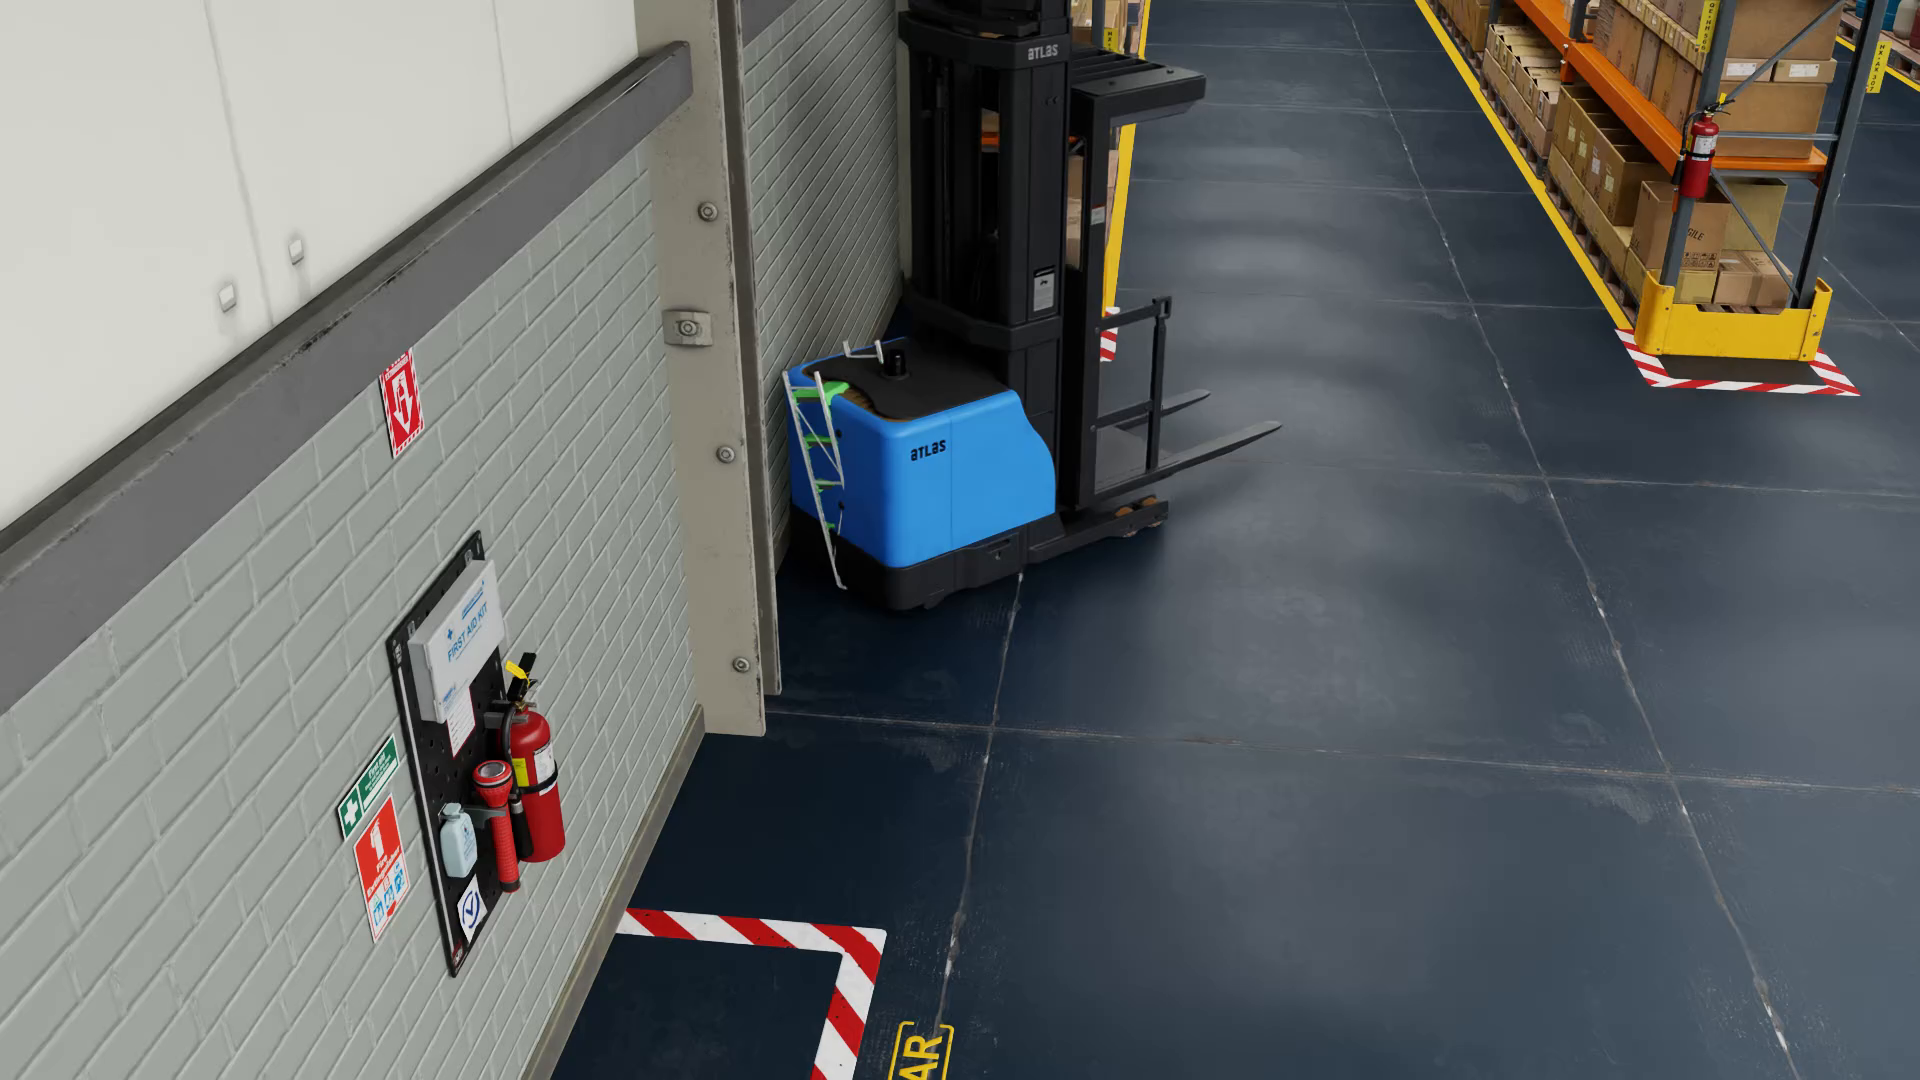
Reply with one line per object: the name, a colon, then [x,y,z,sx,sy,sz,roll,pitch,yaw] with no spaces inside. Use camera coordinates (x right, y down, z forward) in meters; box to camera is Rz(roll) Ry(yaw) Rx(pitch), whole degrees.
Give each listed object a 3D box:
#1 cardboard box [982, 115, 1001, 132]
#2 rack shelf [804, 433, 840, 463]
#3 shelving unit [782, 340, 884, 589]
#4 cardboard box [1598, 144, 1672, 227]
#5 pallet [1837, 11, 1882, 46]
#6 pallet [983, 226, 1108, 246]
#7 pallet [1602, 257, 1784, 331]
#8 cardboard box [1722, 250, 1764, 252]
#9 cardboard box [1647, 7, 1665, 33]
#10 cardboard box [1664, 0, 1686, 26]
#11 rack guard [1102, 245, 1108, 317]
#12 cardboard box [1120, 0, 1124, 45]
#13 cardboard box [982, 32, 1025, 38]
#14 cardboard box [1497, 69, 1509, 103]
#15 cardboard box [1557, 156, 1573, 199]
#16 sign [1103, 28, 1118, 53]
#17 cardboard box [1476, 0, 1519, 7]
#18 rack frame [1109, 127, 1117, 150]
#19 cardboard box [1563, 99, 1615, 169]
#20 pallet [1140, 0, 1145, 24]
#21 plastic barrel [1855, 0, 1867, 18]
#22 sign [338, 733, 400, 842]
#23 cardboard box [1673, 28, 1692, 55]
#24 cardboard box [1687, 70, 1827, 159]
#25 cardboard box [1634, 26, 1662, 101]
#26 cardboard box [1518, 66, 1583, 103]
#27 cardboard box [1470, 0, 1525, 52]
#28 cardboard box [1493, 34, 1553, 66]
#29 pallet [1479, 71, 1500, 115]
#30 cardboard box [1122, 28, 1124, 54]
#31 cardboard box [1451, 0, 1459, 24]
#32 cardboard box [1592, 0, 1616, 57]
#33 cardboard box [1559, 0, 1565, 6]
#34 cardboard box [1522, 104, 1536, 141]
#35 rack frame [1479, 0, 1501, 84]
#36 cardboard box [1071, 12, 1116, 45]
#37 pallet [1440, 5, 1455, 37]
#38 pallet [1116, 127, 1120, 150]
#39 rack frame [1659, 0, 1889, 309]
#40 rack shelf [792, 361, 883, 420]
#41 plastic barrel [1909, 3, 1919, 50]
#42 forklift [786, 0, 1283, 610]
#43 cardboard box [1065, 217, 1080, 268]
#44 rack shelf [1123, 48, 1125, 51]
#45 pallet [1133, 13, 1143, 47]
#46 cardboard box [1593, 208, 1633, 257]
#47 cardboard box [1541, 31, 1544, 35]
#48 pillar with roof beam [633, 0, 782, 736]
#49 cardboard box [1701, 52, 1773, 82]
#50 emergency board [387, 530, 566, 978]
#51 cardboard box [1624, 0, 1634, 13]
cardboard box: [0.346,-3.145,12.063,0.500,0.250,0.500,4,29,7]
rack shelf: [-0.569,-0.551,8.634,0.258,0.148,0.480,4,26,38]
shelving unit: [-0.532,-0.390,8.695,0.258,1.200,0.503,4,26,38]
cardboard box: [5.277,-2.731,12.822,0.500,0.500,0.500,3,28,6]
pallet: [11.648,-6.456,21.011,1.003,0.211,1.213,3,28,6]
pallet: [0.625,-2.160,13.037,1.003,0.211,1.213,3,28,6]
pallet: [5.450,-1.820,12.406,1.003,0.211,1.213,3,28,6]
cardboard box: [5.742,-2.135,12.506,0.500,0.250,0.500,3,28,6]
cardboard box: [5.444,-3.936,12.604,0.380,0.149,0.250,3,28,5]
cardboard box: [5.595,-4.030,12.094,0.700,0.500,0.500,3,29,6]
rack guard: [0.491,-1.907,12.262,1.175,0.500,0.348,3,28,6]
cardboard box: [1.030,-4.170,13.174,0.500,0.500,0.500,4,29,8]
cardboard box: [0.328,-3.479,11.891,0.500,0.500,0.500,3,28,6]
cardboard box: [5.904,-4.714,17.294,0.500,0.250,0.500,3,28,5]
cardboard box: [5.464,-3.107,14.310,0.500,0.250,0.500,3,28,6]
sign: [1.020,-3.321,11.339,0.100,0.325,0.005,3,28,6]
cardboard box: [6.263,-6.355,19.264,0.500,0.250,0.500,4,29,8]
rack frame: [0.972,-4.854,15.098,1.000,3.000,0.127,3,28,6]
cardboard box: [5.467,-3.437,14.132,0.500,0.500,0.500,3,28,6]
pallet: [1.932,-7.025,22.067,1.003,0.211,1.213,3,28,6]
plastic barrel: [11.701,-7.050,20.944,0.600,0.901,0.708,3,28,6]
sign: [-1.528,0.638,4.307,0.001,0.109,0.331,3,28,6]
cardboard box: [5.351,-3.568,11.920,0.380,0.149,0.250,4,29,7]
cardboard box: [5.468,-2.948,11.455,0.700,0.500,0.500,3,28,6]
cardboard box: [5.655,-3.677,12.807,0.700,0.500,0.500,4,29,8]
cardboard box: [5.775,-4.477,16.262,0.500,0.311,0.500,3,28,6]
cardboard box: [6.260,-5.998,19.393,0.500,0.500,0.500,4,29,8]
cardboard box: [5.967,-5.195,17.595,0.500,0.311,0.500,3,28,5]
pallet: [6.239,-4.838,18.008,1.003,0.211,1.213,3,28,6]
cardboard box: [1.099,-4.085,13.807,0.500,0.250,0.500,3,28,6]
cardboard box: [6.445,-6.727,20.746,0.500,0.500,0.500,4,29,7]
cardboard box: [5.840,-4.403,14.155,0.700,0.500,0.500,3,28,5]
cardboard box: [6.125,-5.456,16.110,0.500,0.500,0.500,3,28,6]
cardboard box: [5.715,-3.993,15.955,0.500,0.250,0.500,3,28,5]
rack frame: [6.379,-6.451,18.062,1.000,3.000,0.127,3,28,6]
cardboard box: [0.838,-3.452,11.841,0.500,0.500,0.500,3,28,6]
pallet: [6.806,-6.721,21.503,1.003,0.211,1.213,3,28,6]
pallet: [1.066,-3.993,16.440,1.003,0.211,1.213,3,28,6]
rack frame: [5.398,-2.685,11.072,1.000,3.000,0.127,3,28,6]
rack shelf: [-0.620,-0.770,8.551,0.258,0.148,0.480,4,26,38]
plastic barrel: [11.475,-6.048,19.412,0.600,0.588,0.708,3,28,6]
forklift: [0.554,-1.483,8.913,3.031,2.935,1.130,-20,34,-32]
cardboard box: [0.656,-2.302,12.731,0.500,0.311,0.500,0,28,0]
rack shelf: [1.217,-5.479,17.016,1.077,0.370,4.000,3,28,6]
pallet: [1.785,-6.449,20.998,1.003,0.211,1.213,3,28,6]
cardboard box: [5.280,-2.401,13.000,0.500,0.250,0.500,3,28,6]
cardboard box: [6.559,-5.411,17.997,0.500,0.311,0.500,4,29,8]
pillar with roof beam: [3.246,-2.918,5.178,9.100,9.000,0.400,3,28,6]
cardboard box: [5.256,-3.206,11.249,0.380,0.149,0.250,3,28,5]
emergency board: [-1.367,0.634,4.910,0.194,1.169,0.643,3,28,6]
cardboard box: [5.539,-4.302,13.283,0.380,0.149,0.250,2,28,5]
